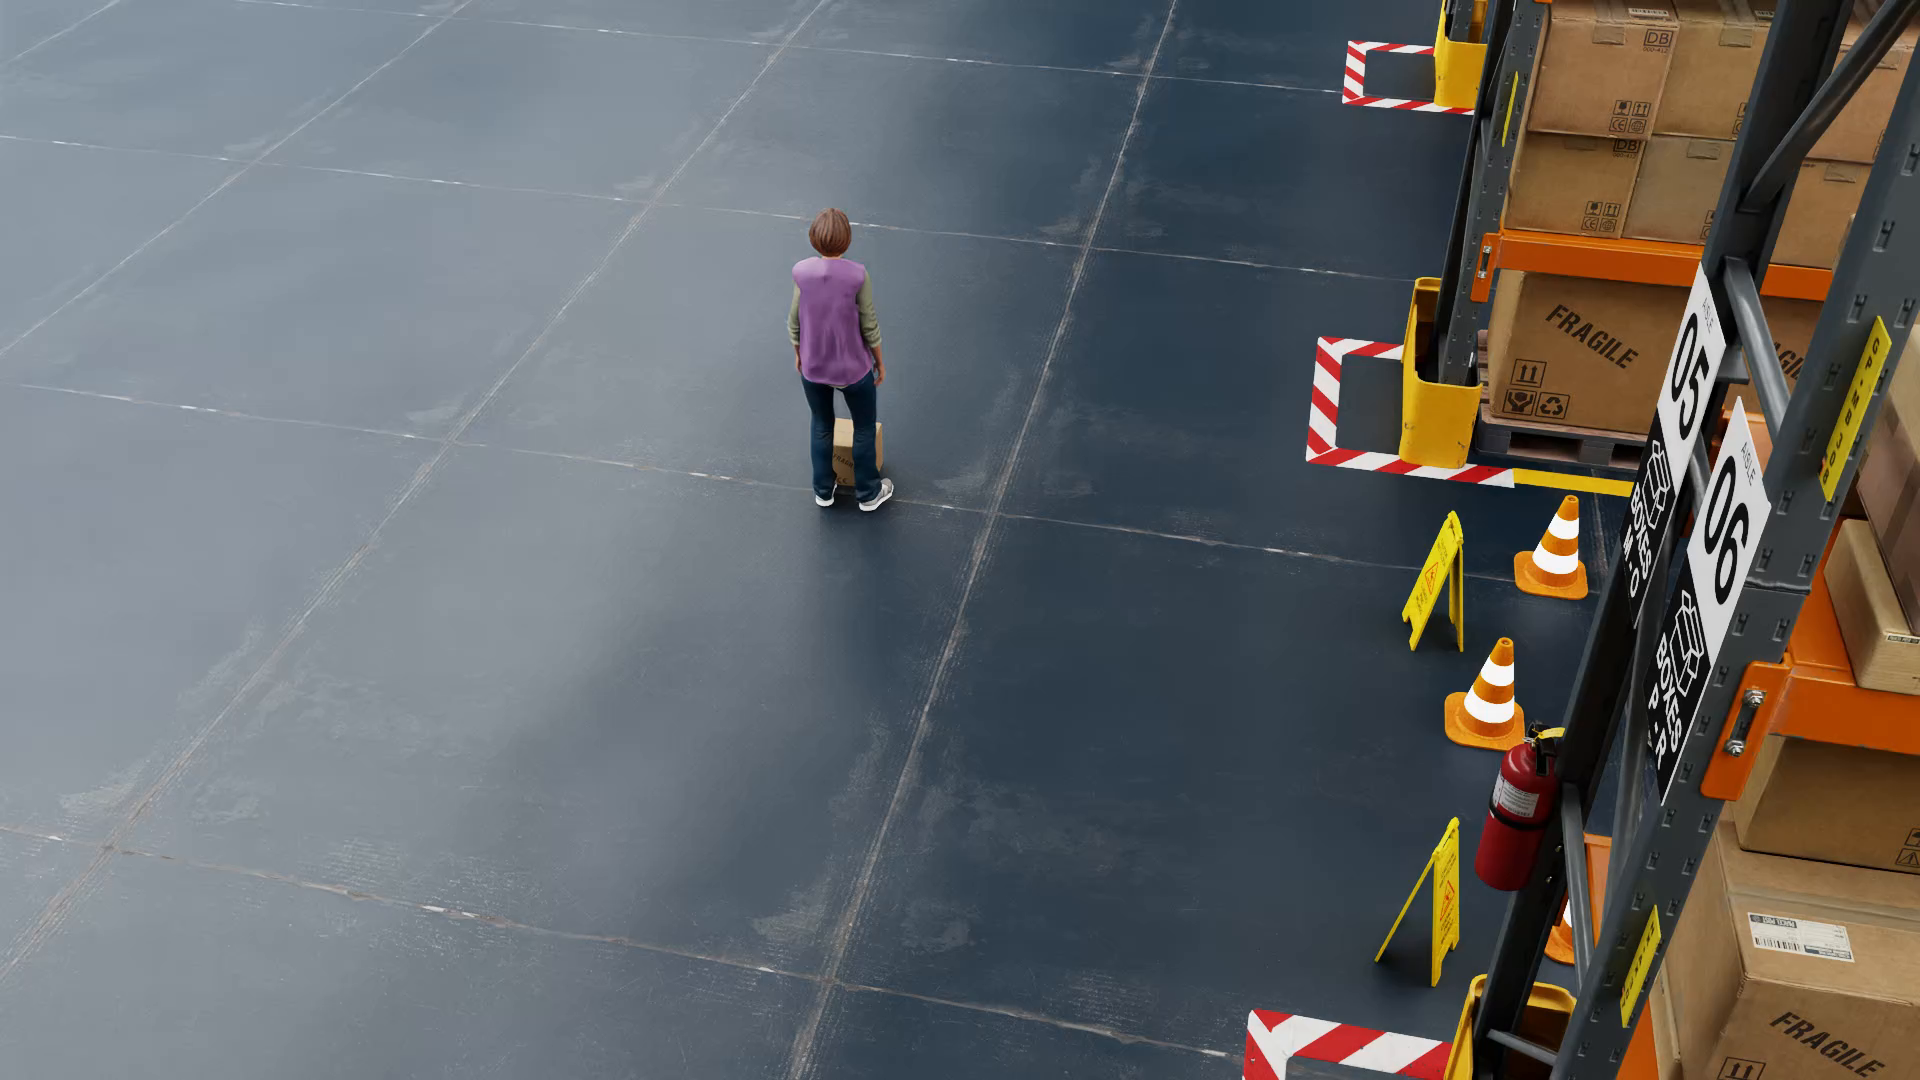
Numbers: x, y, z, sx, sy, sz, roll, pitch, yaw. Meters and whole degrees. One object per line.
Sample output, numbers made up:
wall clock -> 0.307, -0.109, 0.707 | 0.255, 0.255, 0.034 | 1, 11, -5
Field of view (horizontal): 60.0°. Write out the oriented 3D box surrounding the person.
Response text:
person -> -0.595, -0.845, 8.089 | 0.462, 1.593, 0.343 | 8, 38, 10
